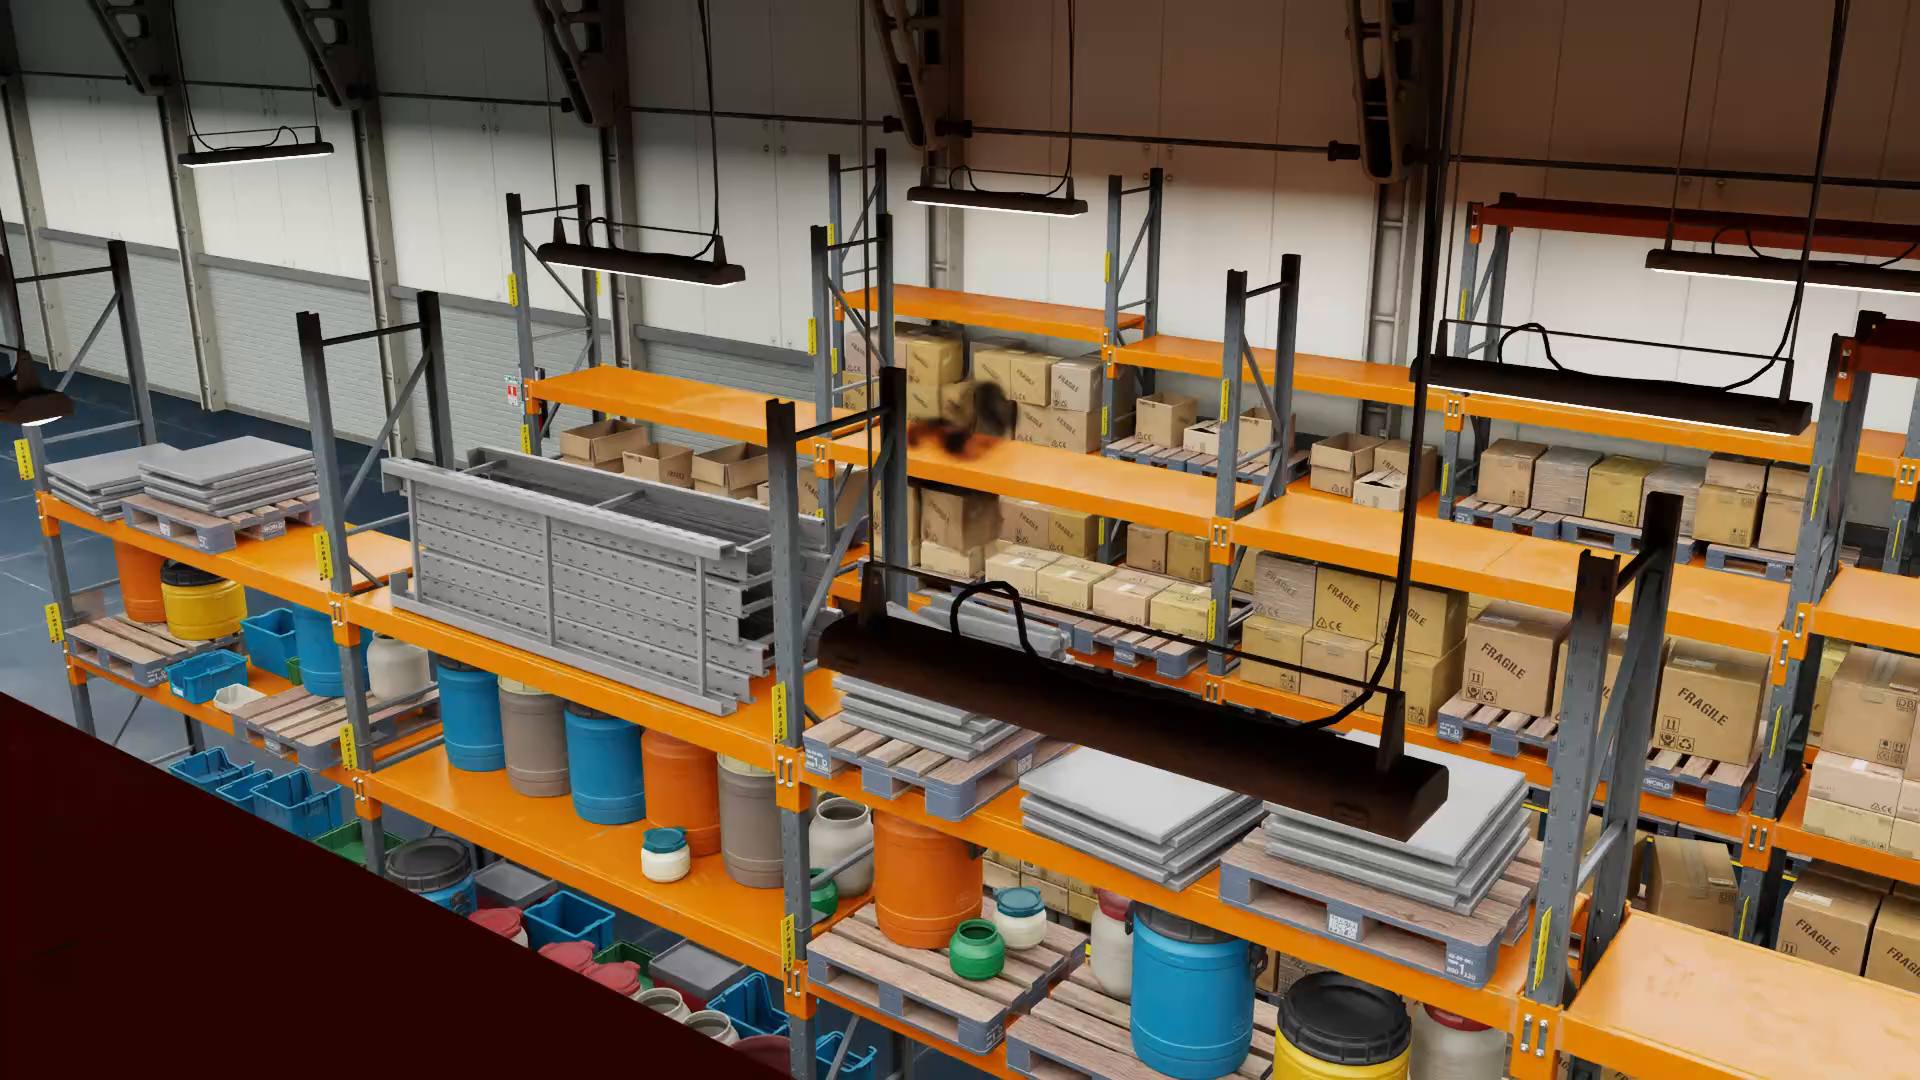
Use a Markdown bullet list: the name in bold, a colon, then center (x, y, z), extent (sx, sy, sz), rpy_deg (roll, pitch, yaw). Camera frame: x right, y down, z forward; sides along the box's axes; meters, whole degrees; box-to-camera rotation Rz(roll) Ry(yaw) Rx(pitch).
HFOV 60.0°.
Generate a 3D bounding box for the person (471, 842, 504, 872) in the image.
- **person**: center (-3.849, 2.560, 13.995), extent (0.627, 1.752, 0.705), rpy_deg (11, 21, 30)
